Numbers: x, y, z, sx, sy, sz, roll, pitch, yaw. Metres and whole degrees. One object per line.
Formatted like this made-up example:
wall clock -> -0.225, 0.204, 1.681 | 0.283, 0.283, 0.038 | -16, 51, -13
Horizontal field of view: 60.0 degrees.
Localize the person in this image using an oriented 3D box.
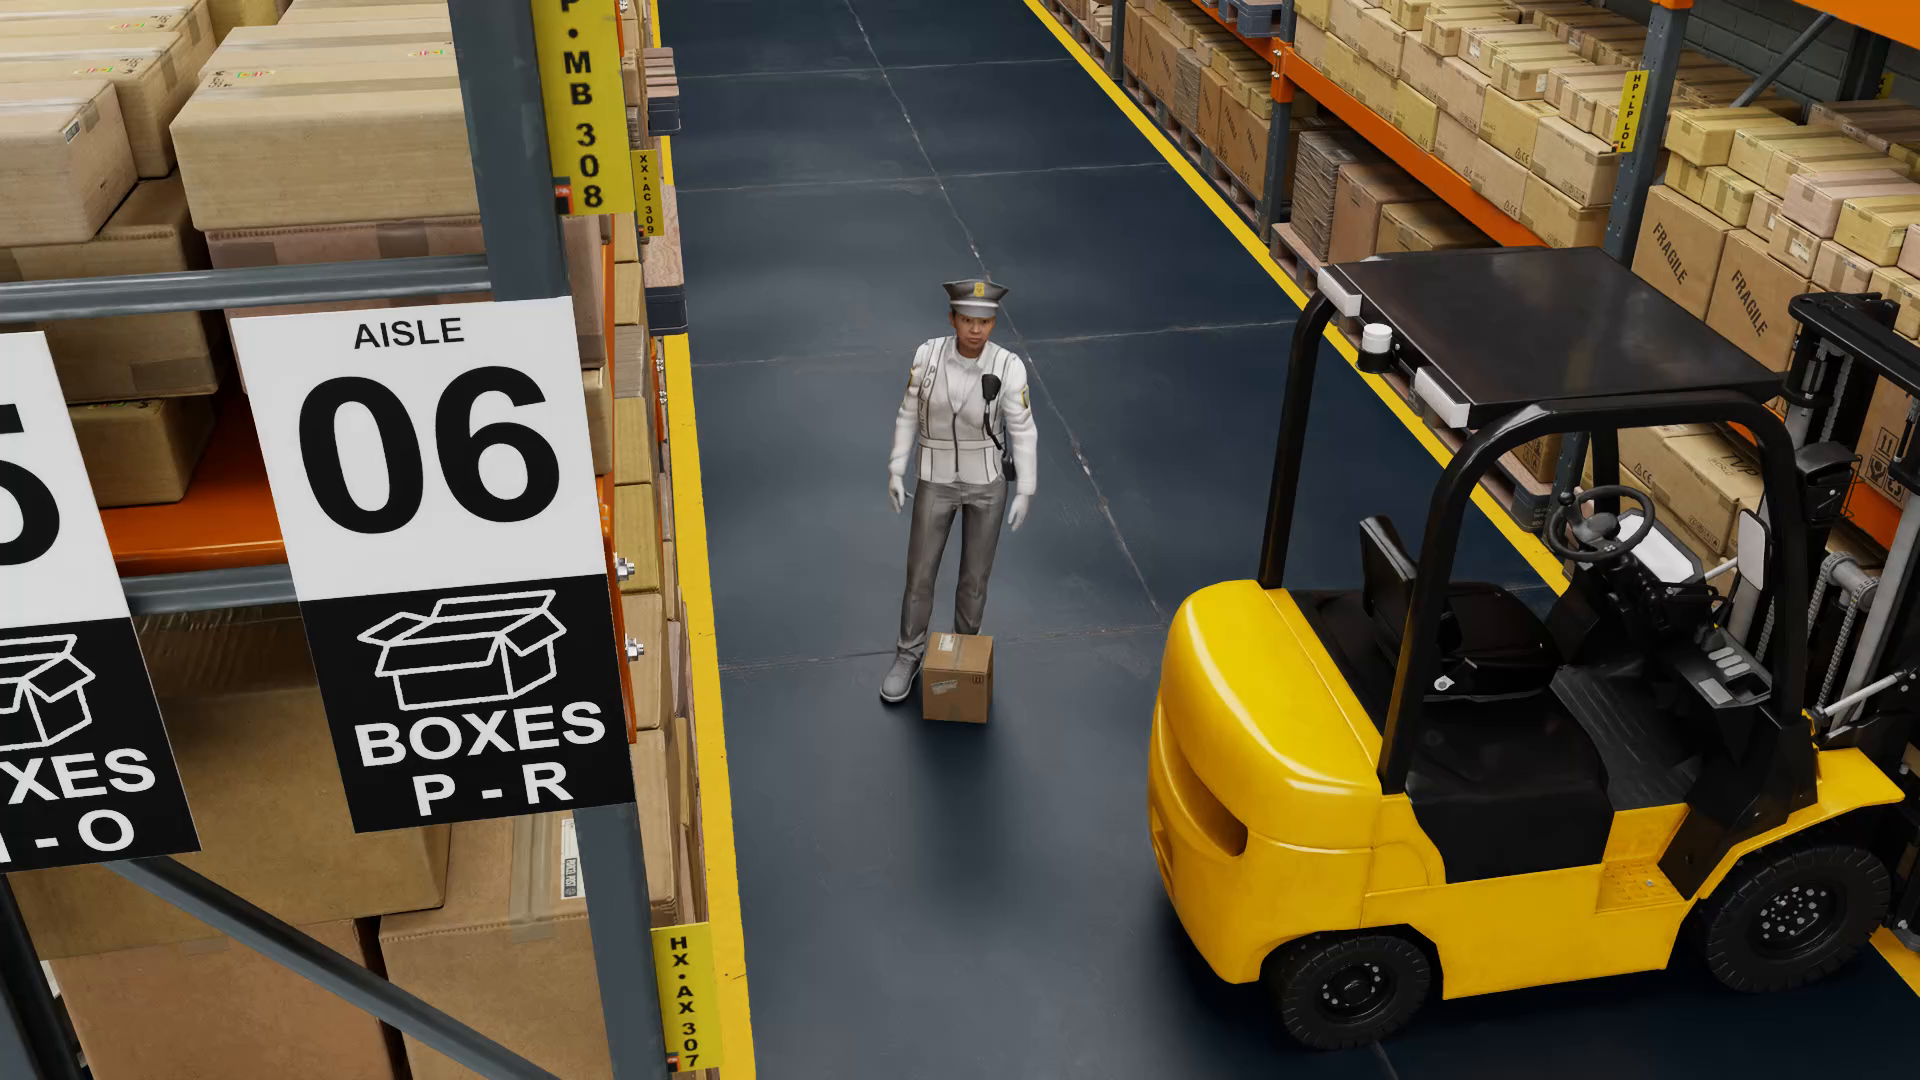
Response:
person -> -0.004, -0.187, 6.396 | 0.586, 1.694, 0.530 | 5, 31, 7
